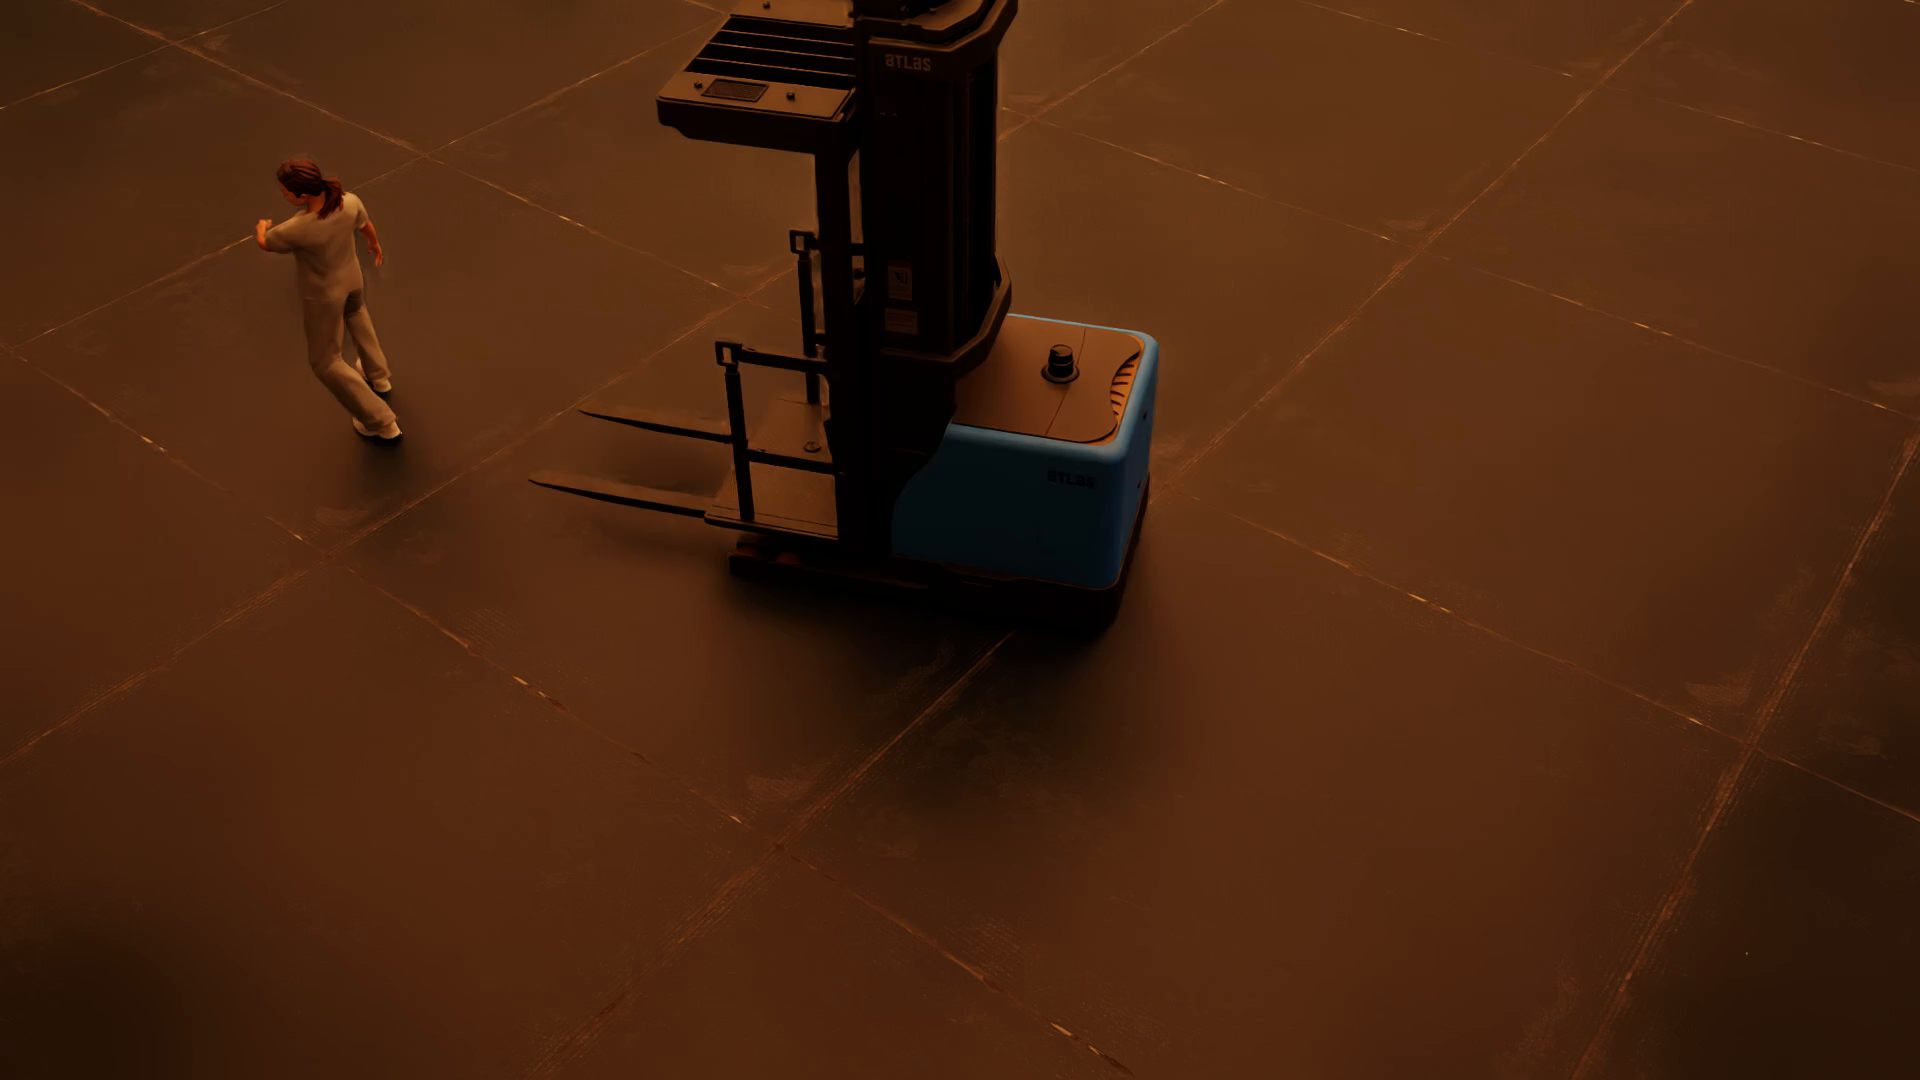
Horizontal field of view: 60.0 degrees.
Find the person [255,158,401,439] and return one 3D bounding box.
[{"bbox_3d":[-3.289,-1.379,8.740,0.825,1.561,0.686,16,43,18],"label":"person"}]

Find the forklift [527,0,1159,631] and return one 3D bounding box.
[{"bbox_3d":[-0.627,-1.213,7.496,3.031,2.935,1.130,10,41,11],"label":"forklift"}]
